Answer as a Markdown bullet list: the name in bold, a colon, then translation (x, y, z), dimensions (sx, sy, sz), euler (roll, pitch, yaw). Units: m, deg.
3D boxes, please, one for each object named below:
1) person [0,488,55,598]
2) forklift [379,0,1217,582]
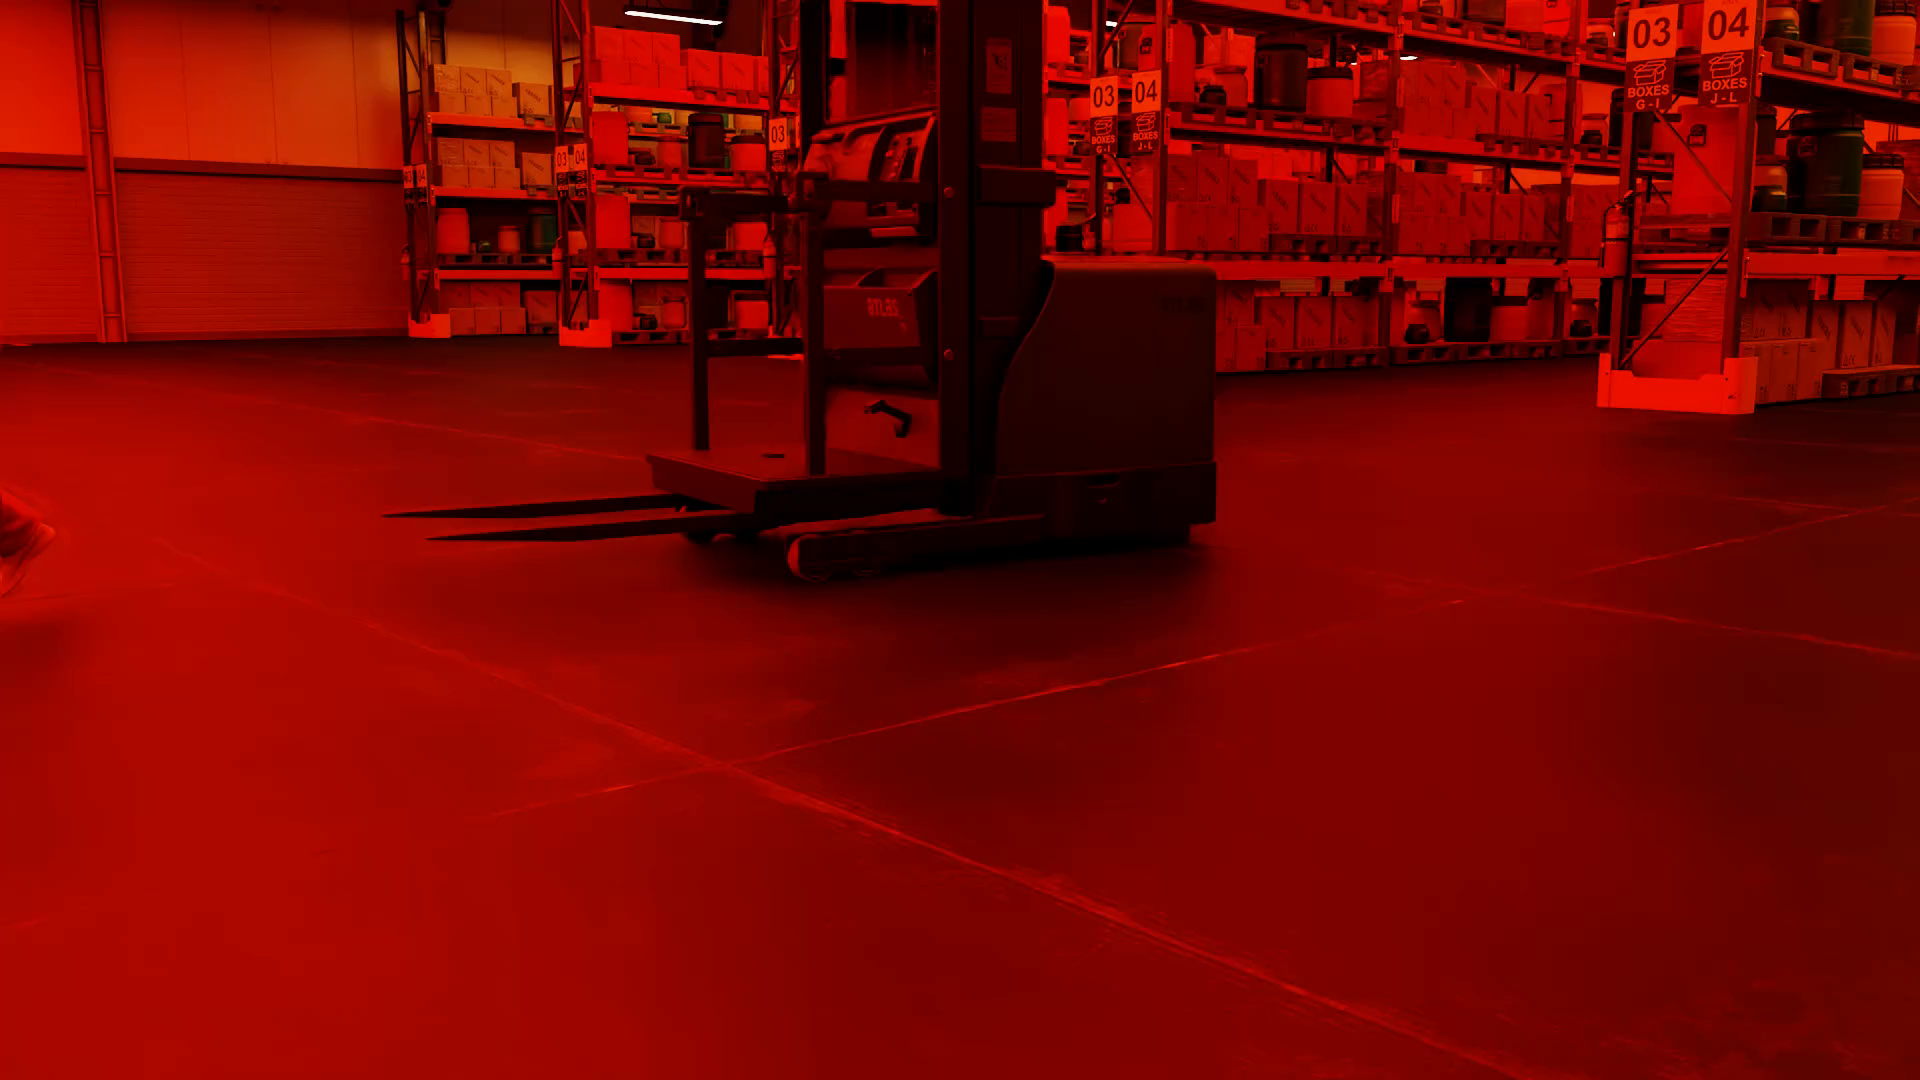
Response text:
- **person**: translation (-3.056, -0.592, 4.966), dimensions (0.652, 1.656, 0.490), euler (8, 12, 44)
- **forklift**: translation (-0.519, -1.397, 5.983), dimensions (3.031, 2.935, 1.130), euler (-5, 10, -31)
